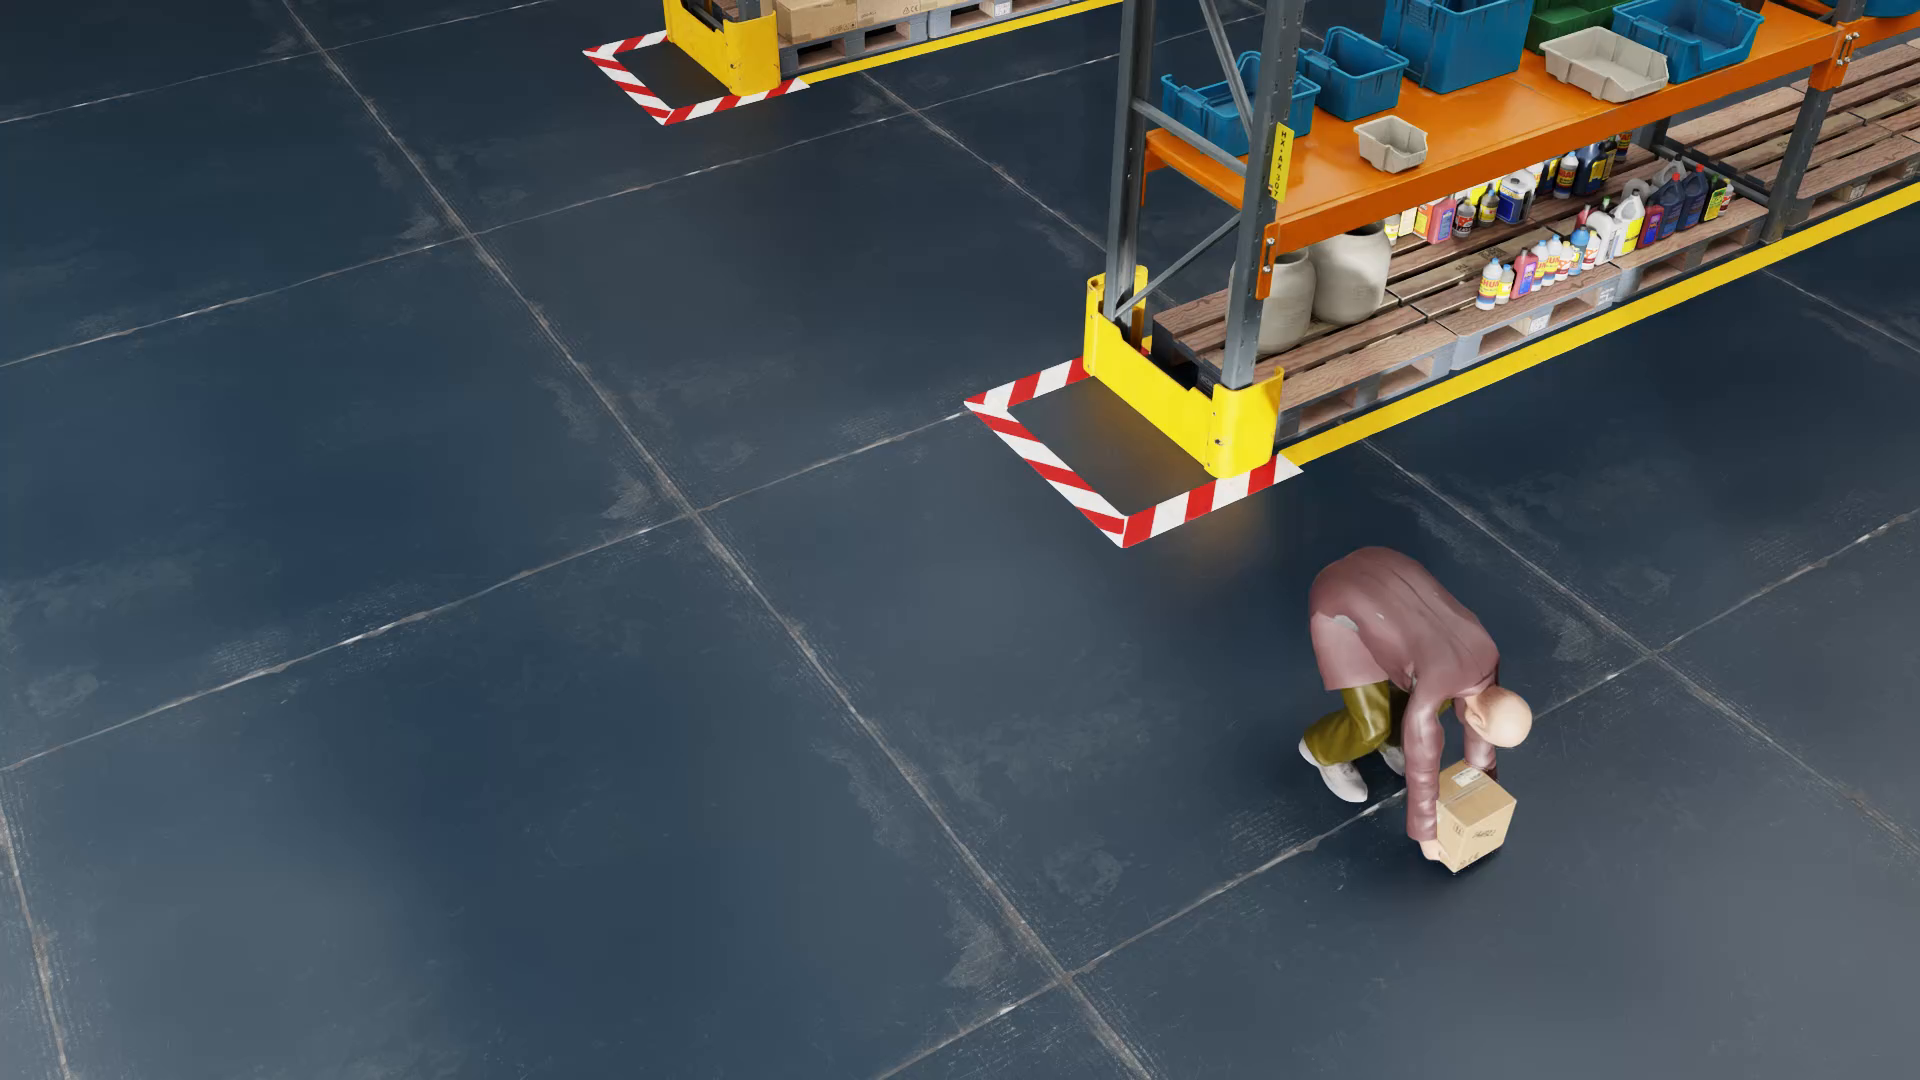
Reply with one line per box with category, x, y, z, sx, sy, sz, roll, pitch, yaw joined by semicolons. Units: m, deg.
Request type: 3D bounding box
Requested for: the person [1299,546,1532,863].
person;1.647;0.578;6.099;0.585;0.981;0.942;-25;46;-26
